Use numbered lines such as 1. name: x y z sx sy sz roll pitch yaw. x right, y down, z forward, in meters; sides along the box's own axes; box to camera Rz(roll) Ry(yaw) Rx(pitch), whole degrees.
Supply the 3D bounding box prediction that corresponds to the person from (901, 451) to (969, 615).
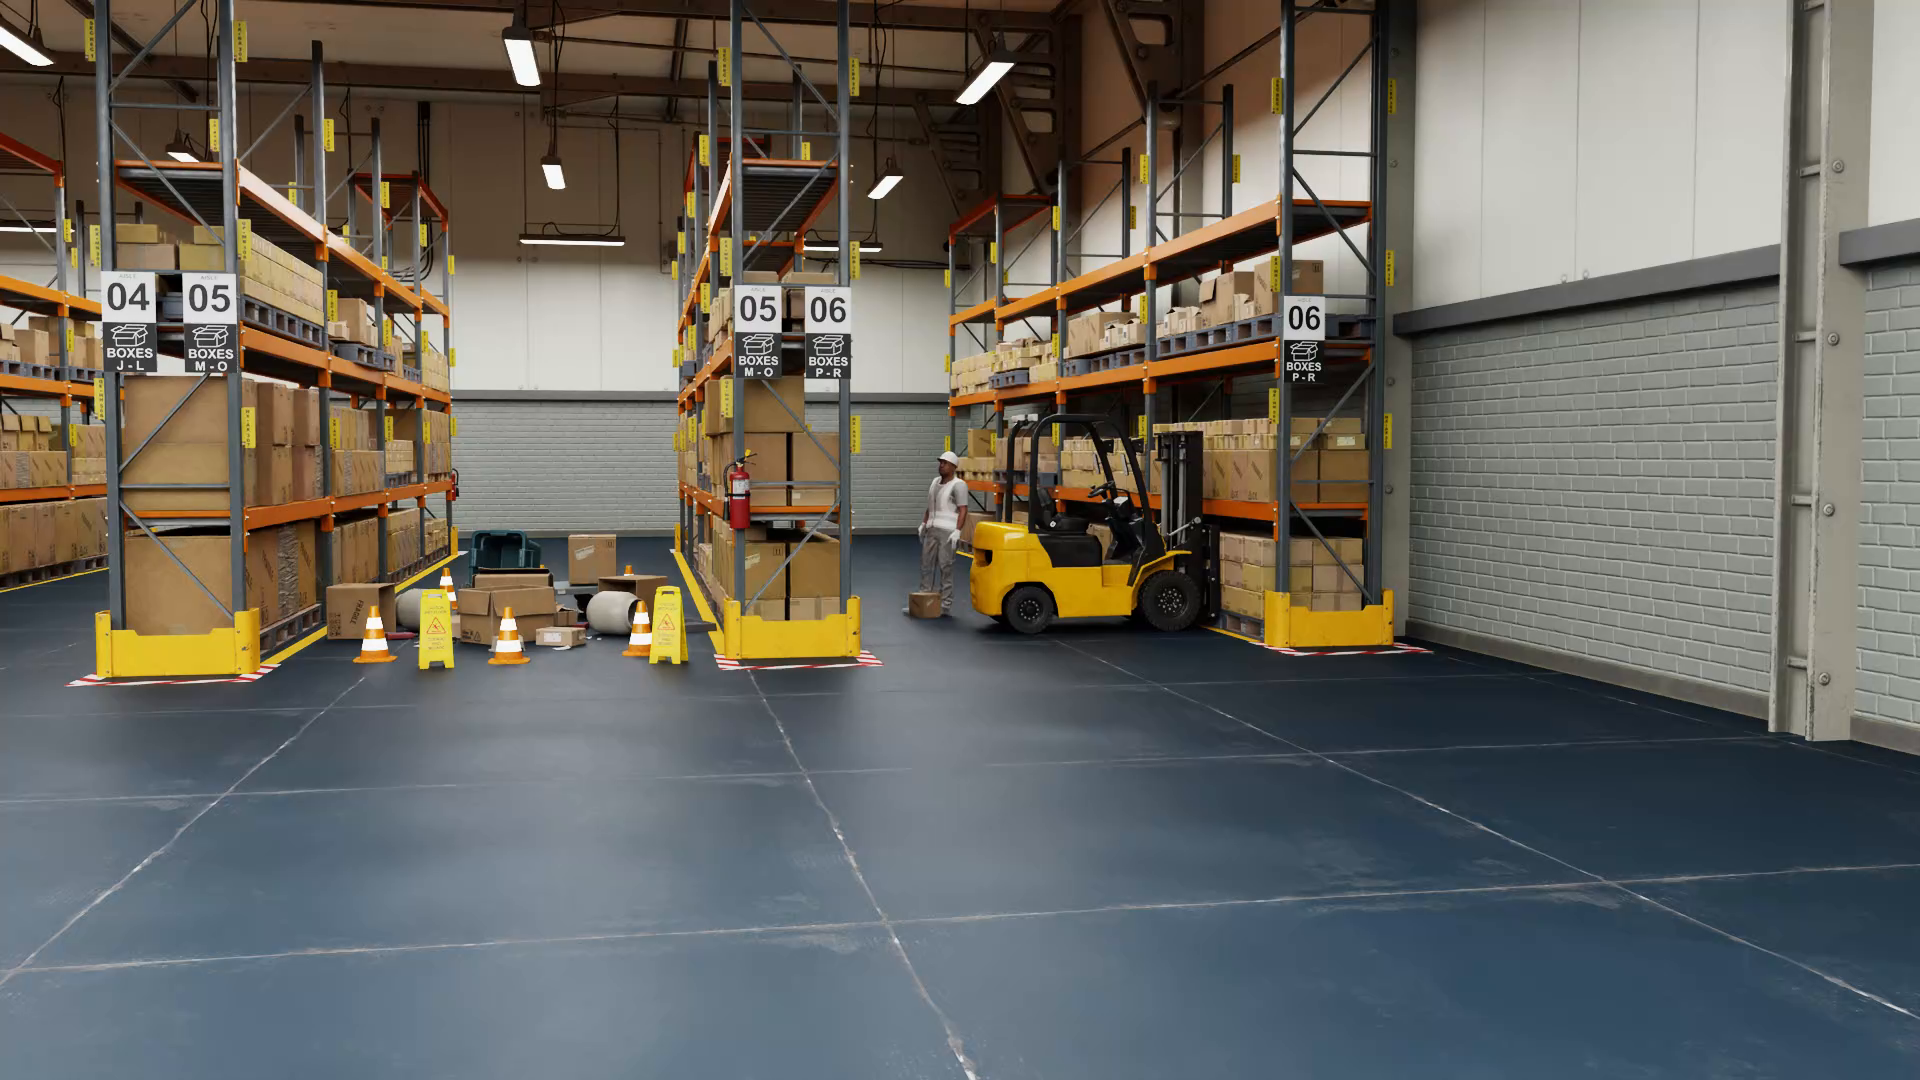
1. person: -0.248 -0.072 18.121 0.577 1.777 0.652 -3 4 -40
